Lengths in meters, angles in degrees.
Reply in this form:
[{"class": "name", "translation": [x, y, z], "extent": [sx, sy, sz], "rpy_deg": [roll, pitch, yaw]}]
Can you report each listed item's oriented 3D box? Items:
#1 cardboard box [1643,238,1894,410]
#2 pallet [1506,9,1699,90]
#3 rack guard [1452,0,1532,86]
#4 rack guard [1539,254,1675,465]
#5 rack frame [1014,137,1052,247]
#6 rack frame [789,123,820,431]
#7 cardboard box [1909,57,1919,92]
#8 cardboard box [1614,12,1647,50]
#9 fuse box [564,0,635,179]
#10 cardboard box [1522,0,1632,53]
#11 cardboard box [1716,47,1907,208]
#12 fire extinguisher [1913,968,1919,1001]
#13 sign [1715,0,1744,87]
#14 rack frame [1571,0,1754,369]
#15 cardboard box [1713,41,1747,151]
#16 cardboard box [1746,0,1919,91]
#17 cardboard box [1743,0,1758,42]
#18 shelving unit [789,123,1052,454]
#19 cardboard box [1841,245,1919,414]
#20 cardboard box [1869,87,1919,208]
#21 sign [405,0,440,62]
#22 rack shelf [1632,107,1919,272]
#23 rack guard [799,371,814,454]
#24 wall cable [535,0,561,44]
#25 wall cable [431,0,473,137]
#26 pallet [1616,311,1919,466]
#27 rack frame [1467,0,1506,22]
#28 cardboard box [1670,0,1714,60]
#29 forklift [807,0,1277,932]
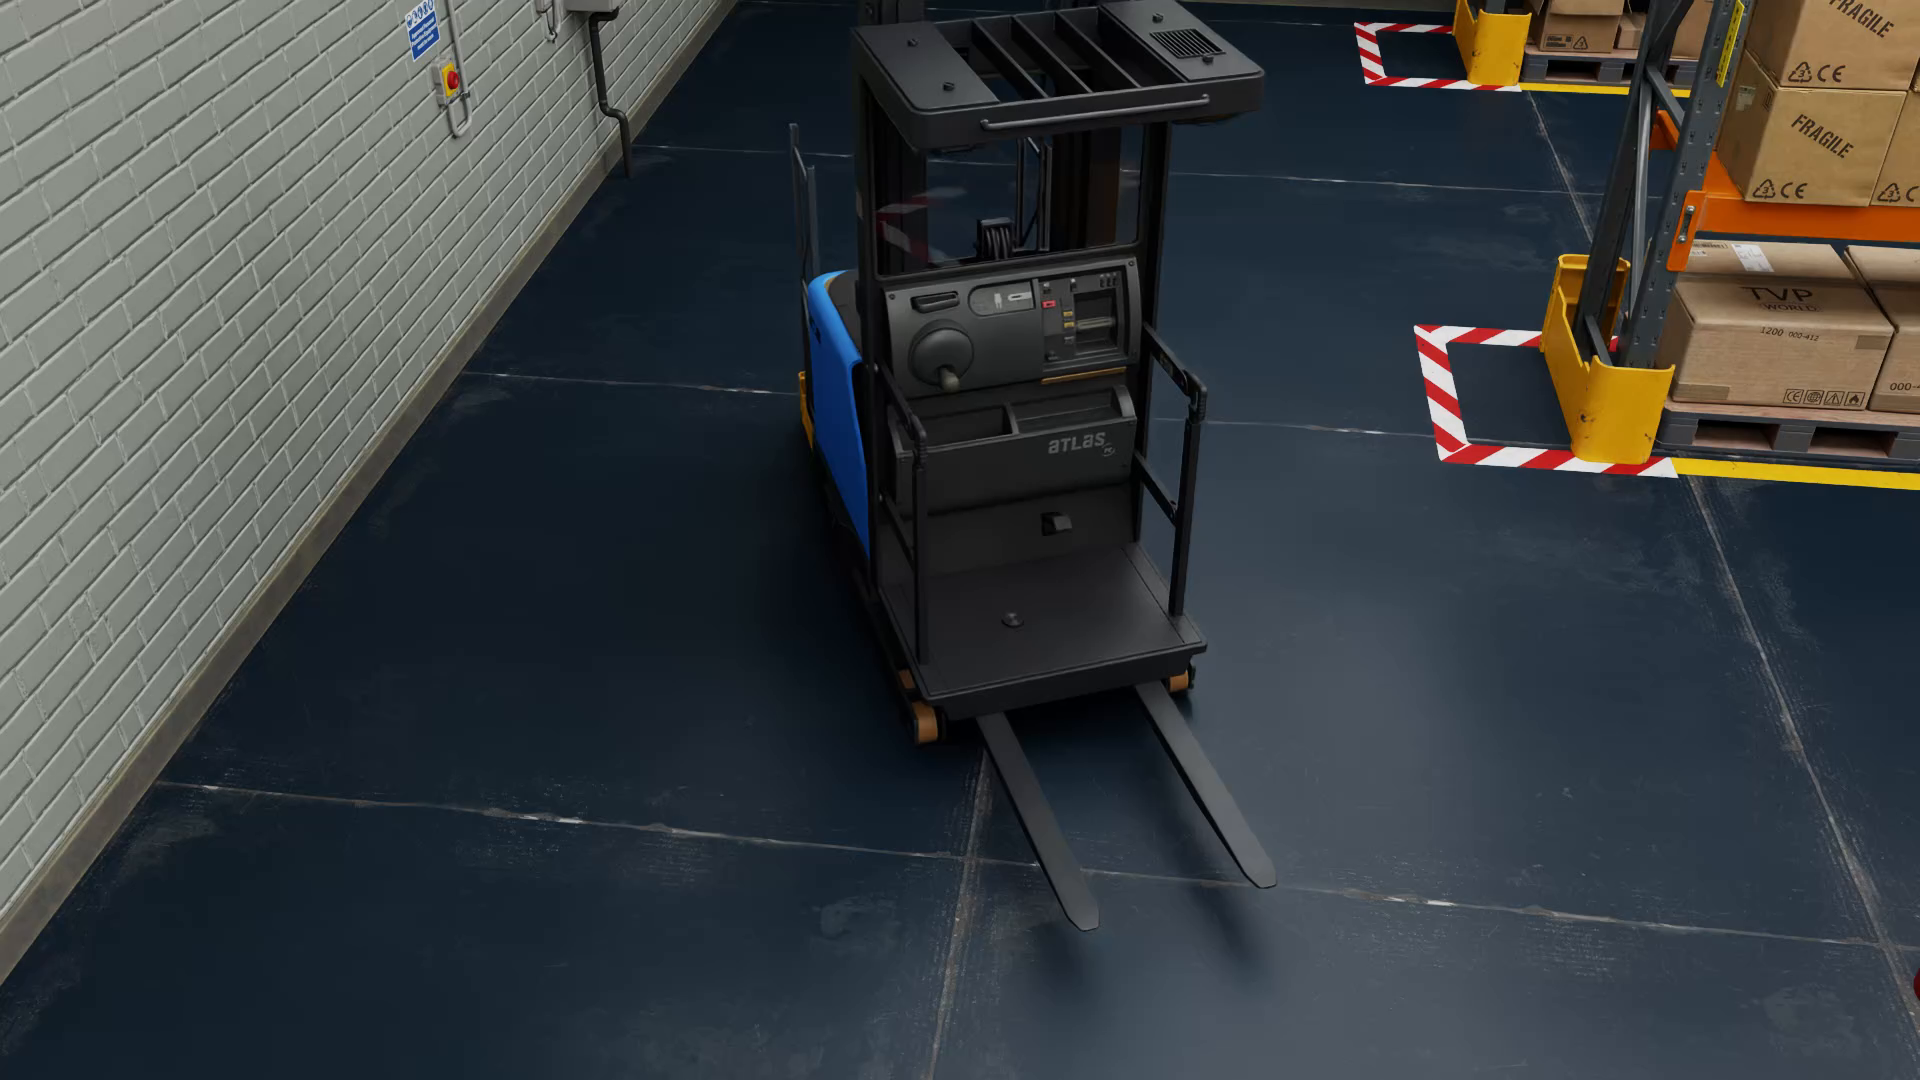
[{"class": "cardboard box", "translation": [3.810, -1.050, 7.983], "extent": [0.875, 0.438, 0.875], "rpy_deg": [3, 36, 4]}, {"class": "pallet", "translation": [4.637, -3.574, 12.076], "extent": [1.213, 0.211, 1.003], "rpy_deg": [4, 36, 6]}, {"class": "rack guard", "translation": [3.847, -3.750, 12.074], "extent": [0.348, 0.500, 1.175], "rpy_deg": [4, 36, 6]}, {"class": "rack guard", "translation": [3.119, -0.897, 8.077], "extent": [0.348, 0.500, 1.175], "rpy_deg": [4, 36, 6]}, {"class": "rack frame", "translation": [0.323, -1.183, 7.616], "extent": [0.032, 1.500, 0.500], "rpy_deg": [-8, 36, -11]}, {"class": "rack frame", "translation": [-0.667, -1.048, 7.427], "extent": [0.032, 1.500, 0.500], "rpy_deg": [-8, 36, -11]}, {"class": "cardboard box", "translation": [4.096, -2.127, 6.701], "extent": [0.500, 0.500, 0.500], "rpy_deg": [3, 36, 5]}, {"class": "cardboard box", "translation": [4.782, -3.630, 11.847], "extent": [0.250, 0.149, 0.380], "rpy_deg": [3, 36, 4]}, {"class": "fuse box", "translation": [-2.041, -2.992, 9.969], "extent": [0.414, 1.711, 0.539], "rpy_deg": [4, 36, 6]}, {"class": "cardboard box", "translation": [4.366, -3.828, 11.819], "extent": [0.637, 0.503, 0.797], "rpy_deg": [3, 36, 4]}, {"class": "cardboard box", "translation": [3.582, -1.753, 7.037], "extent": [0.500, 0.500, 0.500], "rpy_deg": [4, 36, 6]}, {"class": "fire extinguisher", "translation": [2.421, 0.846, 3.871], "extent": [0.183, 0.674, 0.296], "rpy_deg": [4, 36, 6]}, {"class": "sign", "translation": [3.066, -1.978, 6.626], "extent": [0.005, 0.325, 0.100], "rpy_deg": [4, 36, 6]}, {"class": "rack frame", "translation": [3.143, -1.913, 7.348], "extent": [0.127, 3.000, 1.000], "rpy_deg": [4, 36, 6]}, {"class": "cardboard box", "translation": [3.655, -2.070, 7.483], "extent": [0.500, 0.500, 0.500], "rpy_deg": [4, 36, 6]}, {"class": "cardboard box", "translation": [3.582, -2.161, 6.749], "extent": [0.500, 0.500, 0.500], "rpy_deg": [4, 36, 5]}, {"class": "cardboard box", "translation": [3.651, -2.462, 7.171], "extent": [0.500, 0.500, 0.500], "rpy_deg": [5, 36, 8]}, {"class": "shelving unit", "translation": [-0.181, -1.114, 7.520], "extent": [1.083, 1.500, 0.587], "rpy_deg": [-8, 36, -11]}, {"class": "cardboard box", "translation": [4.719, -0.987, 7.895], "extent": [0.875, 0.438, 0.875], "rpy_deg": [5, 36, 7]}, {"class": "cardboard box", "translation": [4.087, -1.731, 7.008], "extent": [0.500, 0.500, 0.500], "rpy_deg": [4, 36, 5]}, {"class": "sign", "translation": [-2.520, -2.403, 7.803], "extent": [0.001, 0.218, 0.327], "rpy_deg": [4, 36, 6]}, {"class": "rack shelf", "translation": [5.126, -1.472, 7.350], "extent": [4.000, 0.370, 1.077], "rpy_deg": [4, 36, 6]}, {"class": "rack guard", "translation": [-0.665, -0.539, 7.791], "extent": [0.087, 0.250, 0.587], "rpy_deg": [-8, 36, -11]}, {"class": "wall cable", "translation": [-2.284, -3.548, 8.765], "extent": [0.122, 1.984, 0.588], "rpy_deg": [4, 36, 6]}, {"class": "wall cable", "translation": [-2.453, -2.743, 7.610], "extent": [0.123, 1.953, 0.585], "rpy_deg": [4, 36, 6]}, {"class": "pallet", "translation": [3.946, -0.764, 8.138], "extent": [1.213, 0.211, 1.003], "rpy_deg": [4, 36, 6]}, {"class": "rack frame", "translation": [3.771, -4.773, 11.356], "extent": [0.127, 3.000, 1.000], "rpy_deg": [4, 36, 6]}, {"class": "cardboard box", "translation": [5.209, -3.741, 11.700], "extent": [0.500, 0.500, 0.700], "rpy_deg": [6, 36, 8]}, {"class": "forklift", "translation": [0.259, -0.694, 5.699], "extent": [1.130, 2.935, 3.031], "rpy_deg": [-10, 37, -14]}]
